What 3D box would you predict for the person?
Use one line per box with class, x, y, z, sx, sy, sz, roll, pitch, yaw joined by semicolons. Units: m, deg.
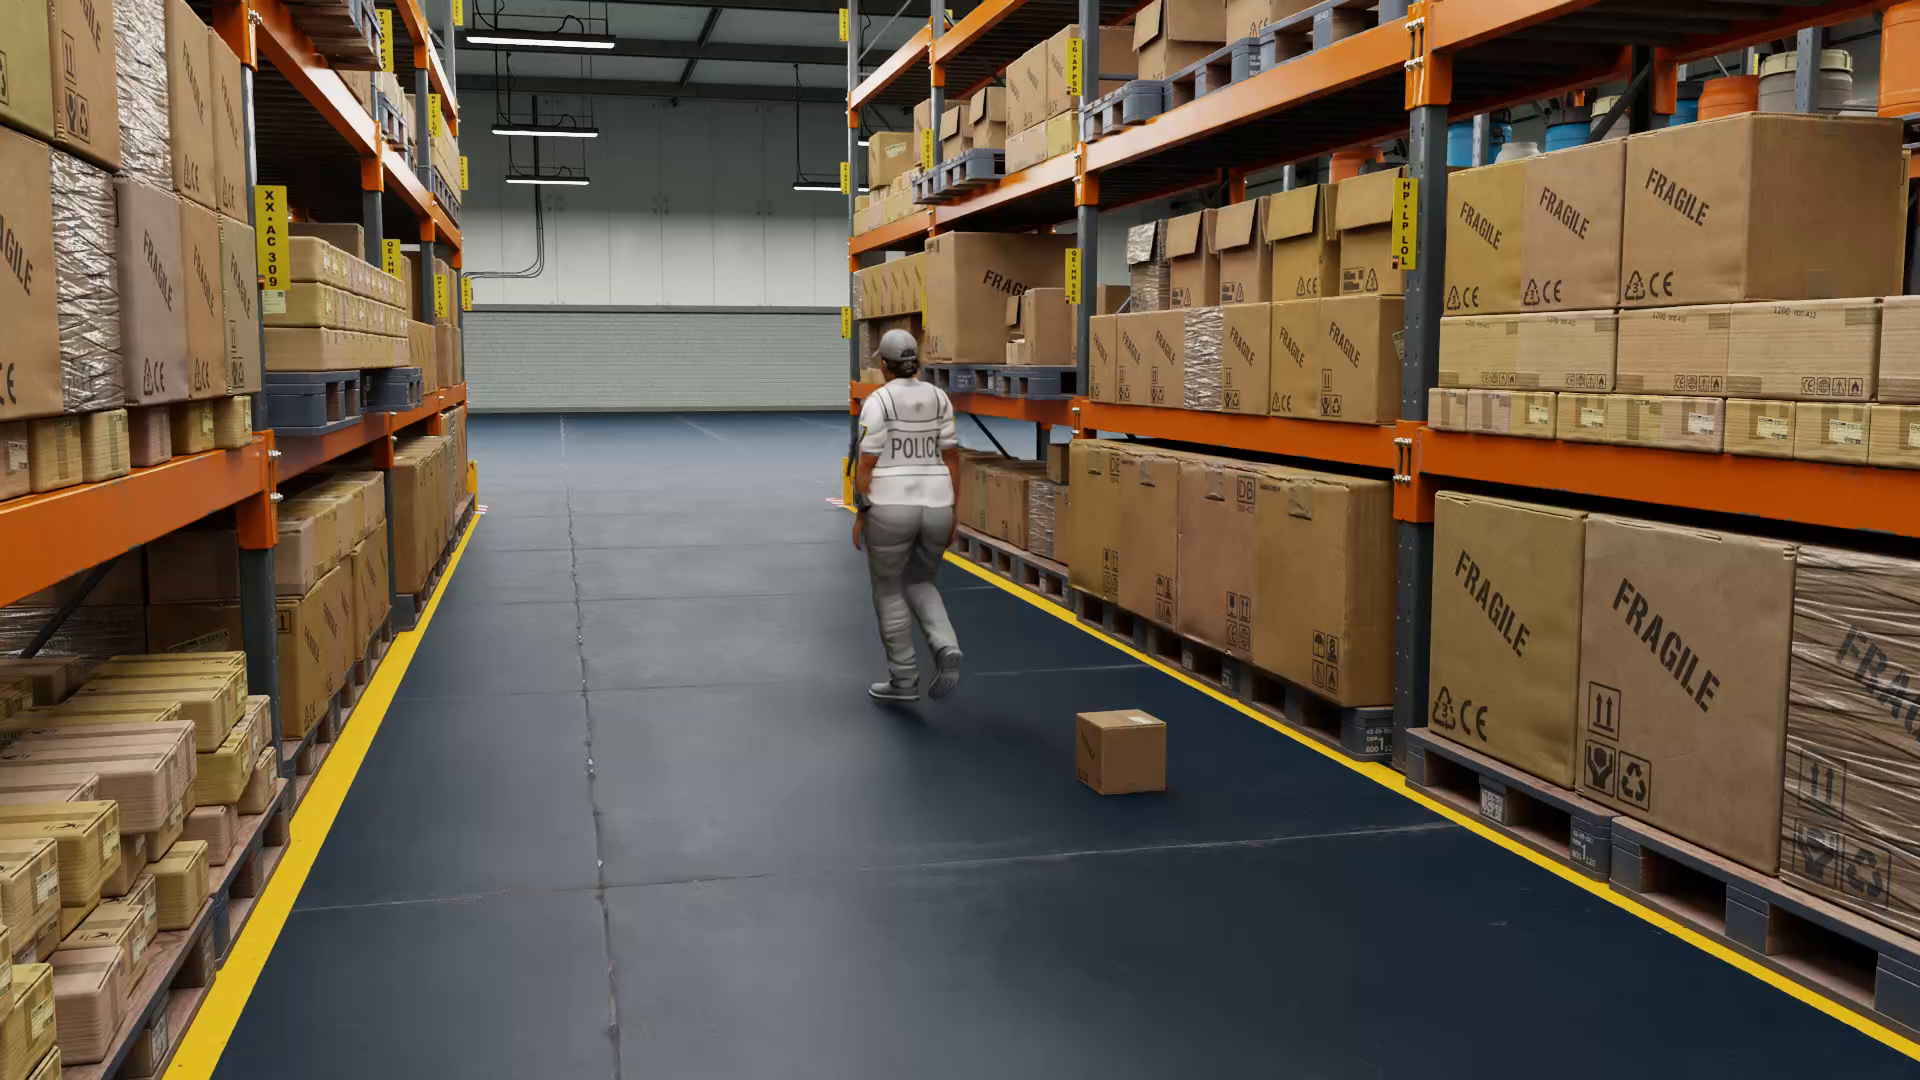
person;-0.236;-0.102;7.414;0.485;1.661;0.463;-4;8;-36
